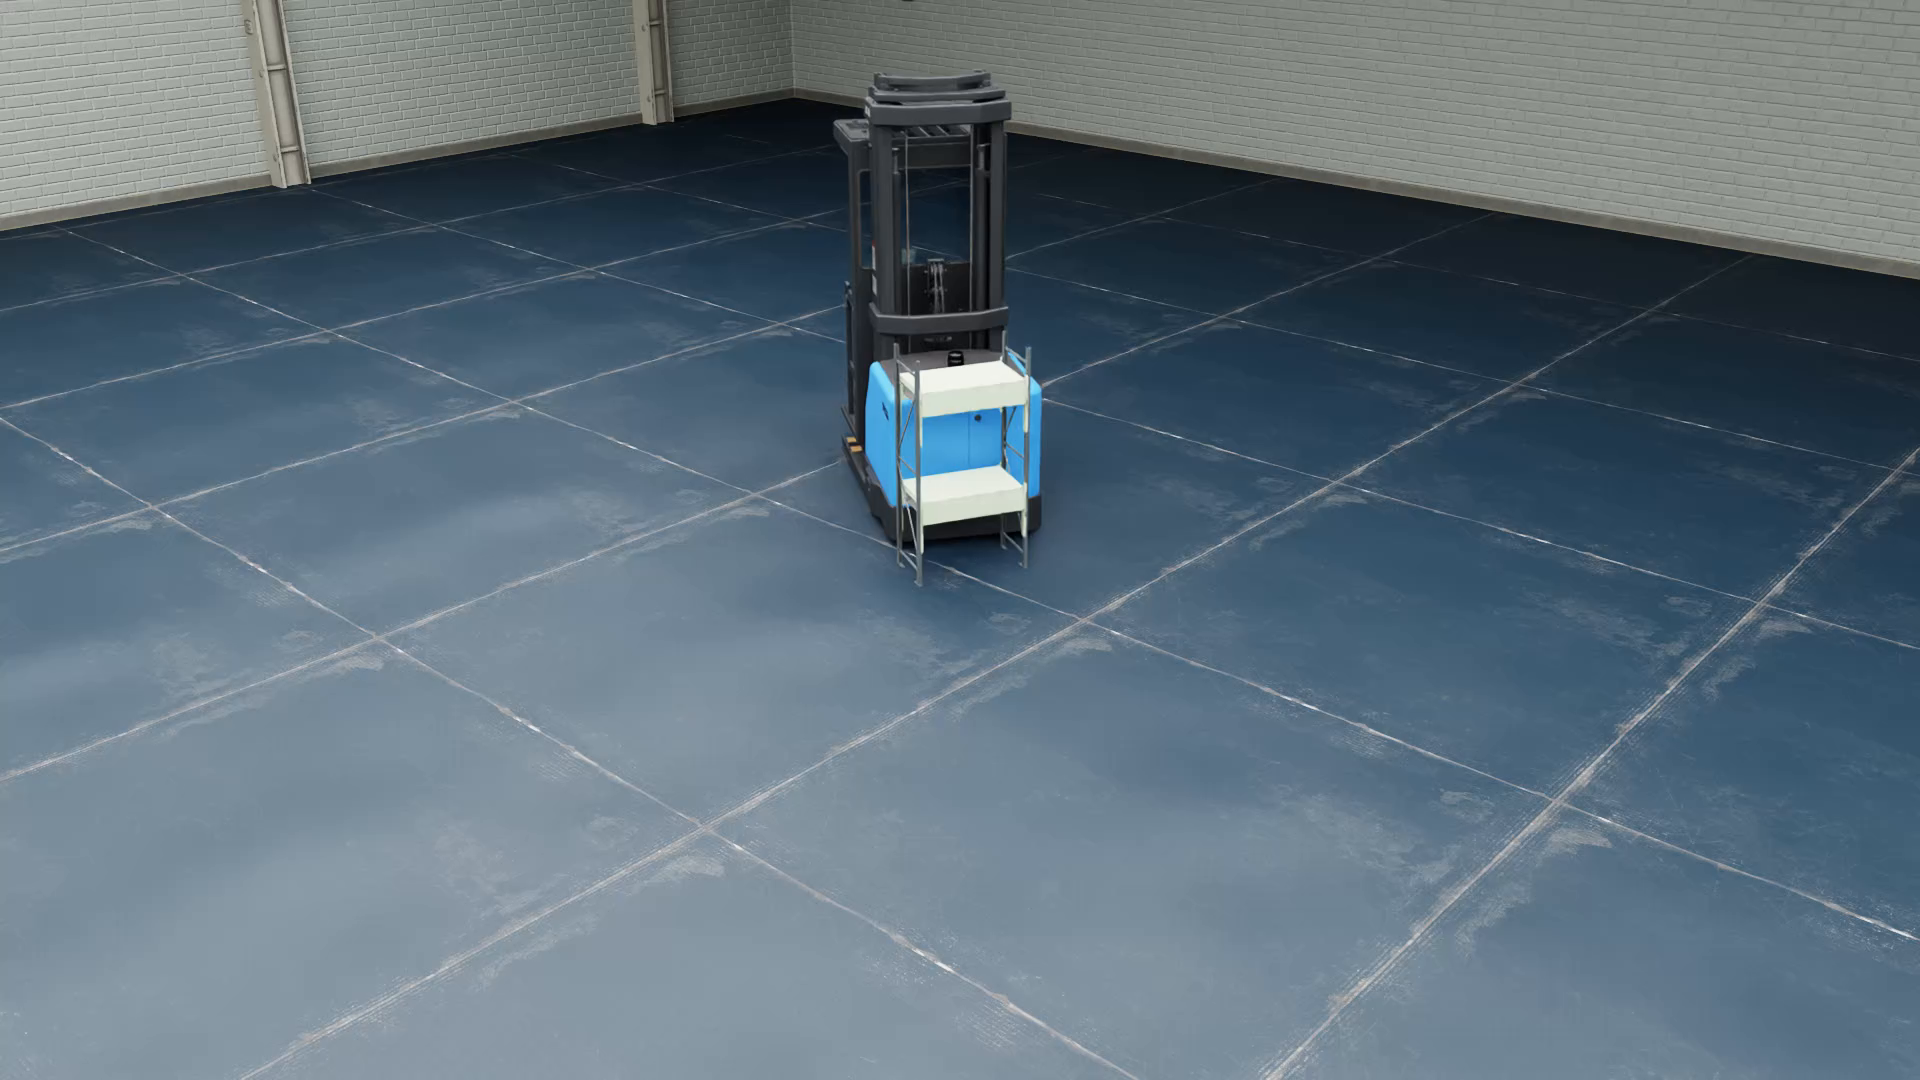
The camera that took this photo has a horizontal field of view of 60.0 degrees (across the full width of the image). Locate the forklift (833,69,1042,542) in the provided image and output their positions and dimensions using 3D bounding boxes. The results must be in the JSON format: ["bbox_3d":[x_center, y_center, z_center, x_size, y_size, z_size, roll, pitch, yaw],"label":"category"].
[{"bbox_3d":[-0.274,-1.901,11.908,1.130,2.935,3.031,-5,25,-12],"label":"forklift"}]

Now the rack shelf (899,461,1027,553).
[{"bbox_3d":[0.014,-0.216,10.695,0.720,0.370,0.431,-9,26,-20],"label":"rack shelf"}]

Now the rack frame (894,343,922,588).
[{"bbox_3d":[-0.326,-0.458,10.438,0.023,1.500,0.400,-9,26,-20],"label":"rack frame"}]

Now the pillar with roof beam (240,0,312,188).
[{"bbox_3d":[-5.447,-7.538,17.062,9.100,9.000,0.400,20,31,38],"label":"pillar with roof beam"}]

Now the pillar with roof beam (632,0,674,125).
[{"bbox_3d":[-1.442,-9.366,21.140,9.100,9.000,0.400,20,31,38],"label":"pillar with roof beam"}]

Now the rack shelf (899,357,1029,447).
[{"bbox_3d":[0.014,-0.870,10.402,0.720,0.370,0.431,-9,26,-20],"label":"rack shelf"}]

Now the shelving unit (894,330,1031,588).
[{"bbox_3d":[0.014,-0.513,10.562,0.755,1.500,0.431,-9,26,-20],"label":"shelving unit"}]

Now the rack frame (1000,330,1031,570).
[{"bbox_3d":[0.354,-0.569,10.686,0.023,1.500,0.400,-9,26,-20],"label":"rack frame"}]
